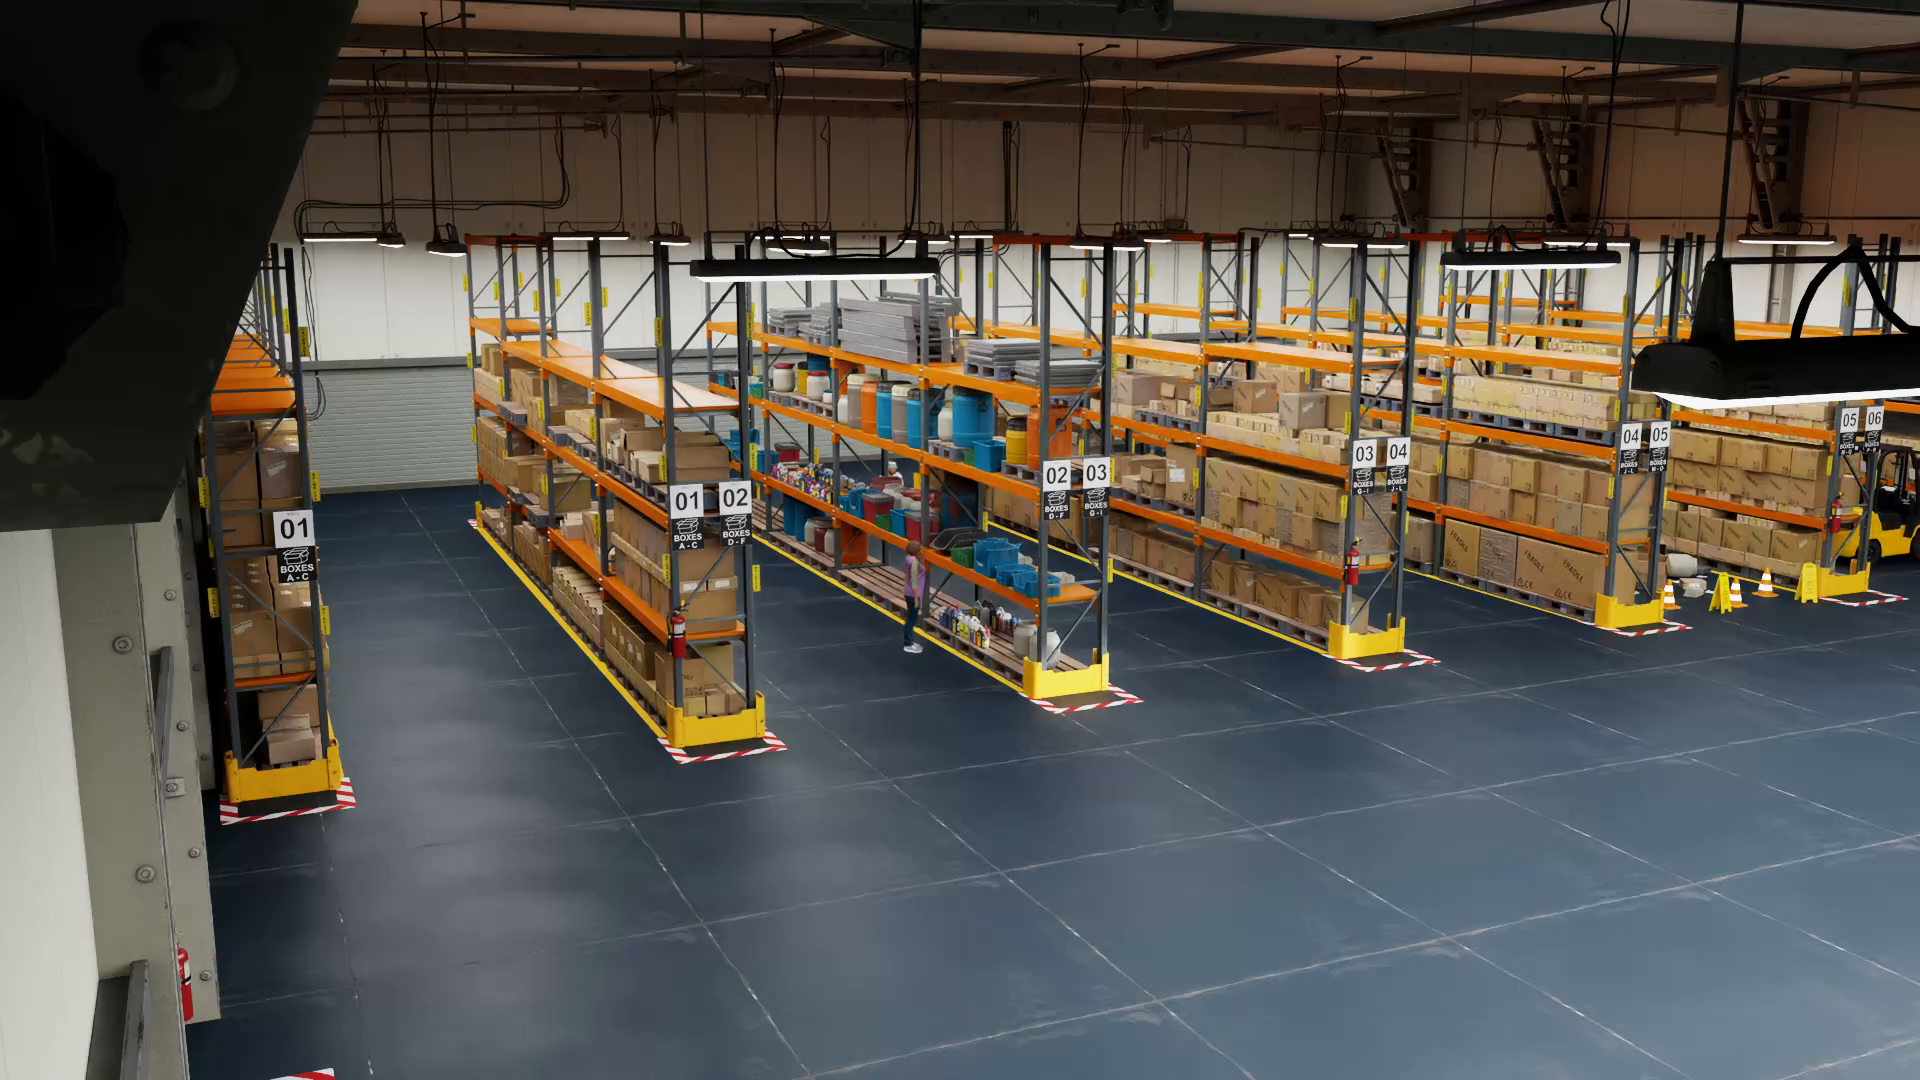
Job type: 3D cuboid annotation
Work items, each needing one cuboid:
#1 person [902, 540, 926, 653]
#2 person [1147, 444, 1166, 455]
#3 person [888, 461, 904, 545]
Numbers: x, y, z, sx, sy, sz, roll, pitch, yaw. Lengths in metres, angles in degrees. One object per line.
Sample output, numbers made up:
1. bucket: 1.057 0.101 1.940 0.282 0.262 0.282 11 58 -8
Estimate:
1. person: -0.652 0.781 23.371 0.325 1.607 0.517 -2 11 -10
2. person: 5.282 -3.150 44.748 0.629 1.738 0.747 7 13 32
3. person: -1.330 -0.762 32.774 0.502 1.618 0.933 -4 12 -21
